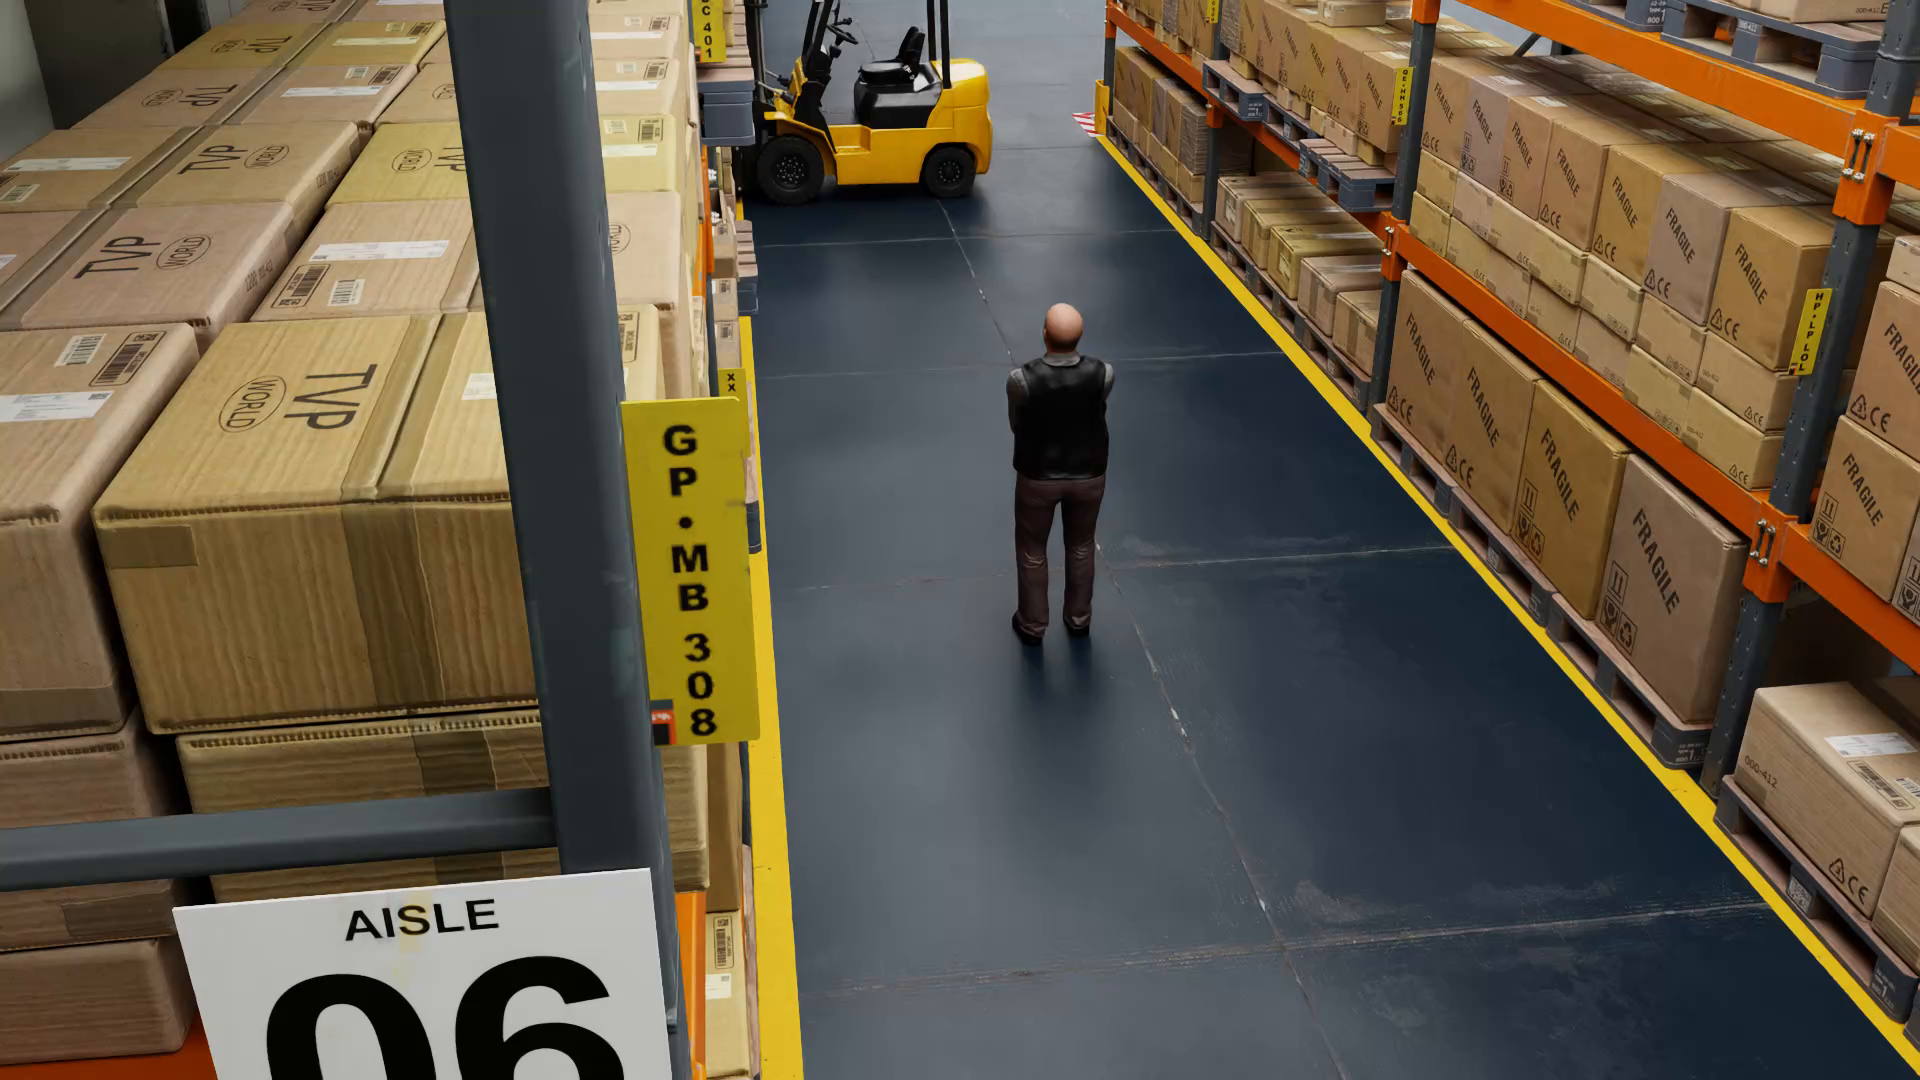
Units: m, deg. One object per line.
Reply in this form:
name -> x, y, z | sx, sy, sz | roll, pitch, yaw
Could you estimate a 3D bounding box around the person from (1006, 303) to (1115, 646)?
person -> 0.439, -0.338, 7.819 | 0.494, 1.711, 0.551 | -3, 27, -7
